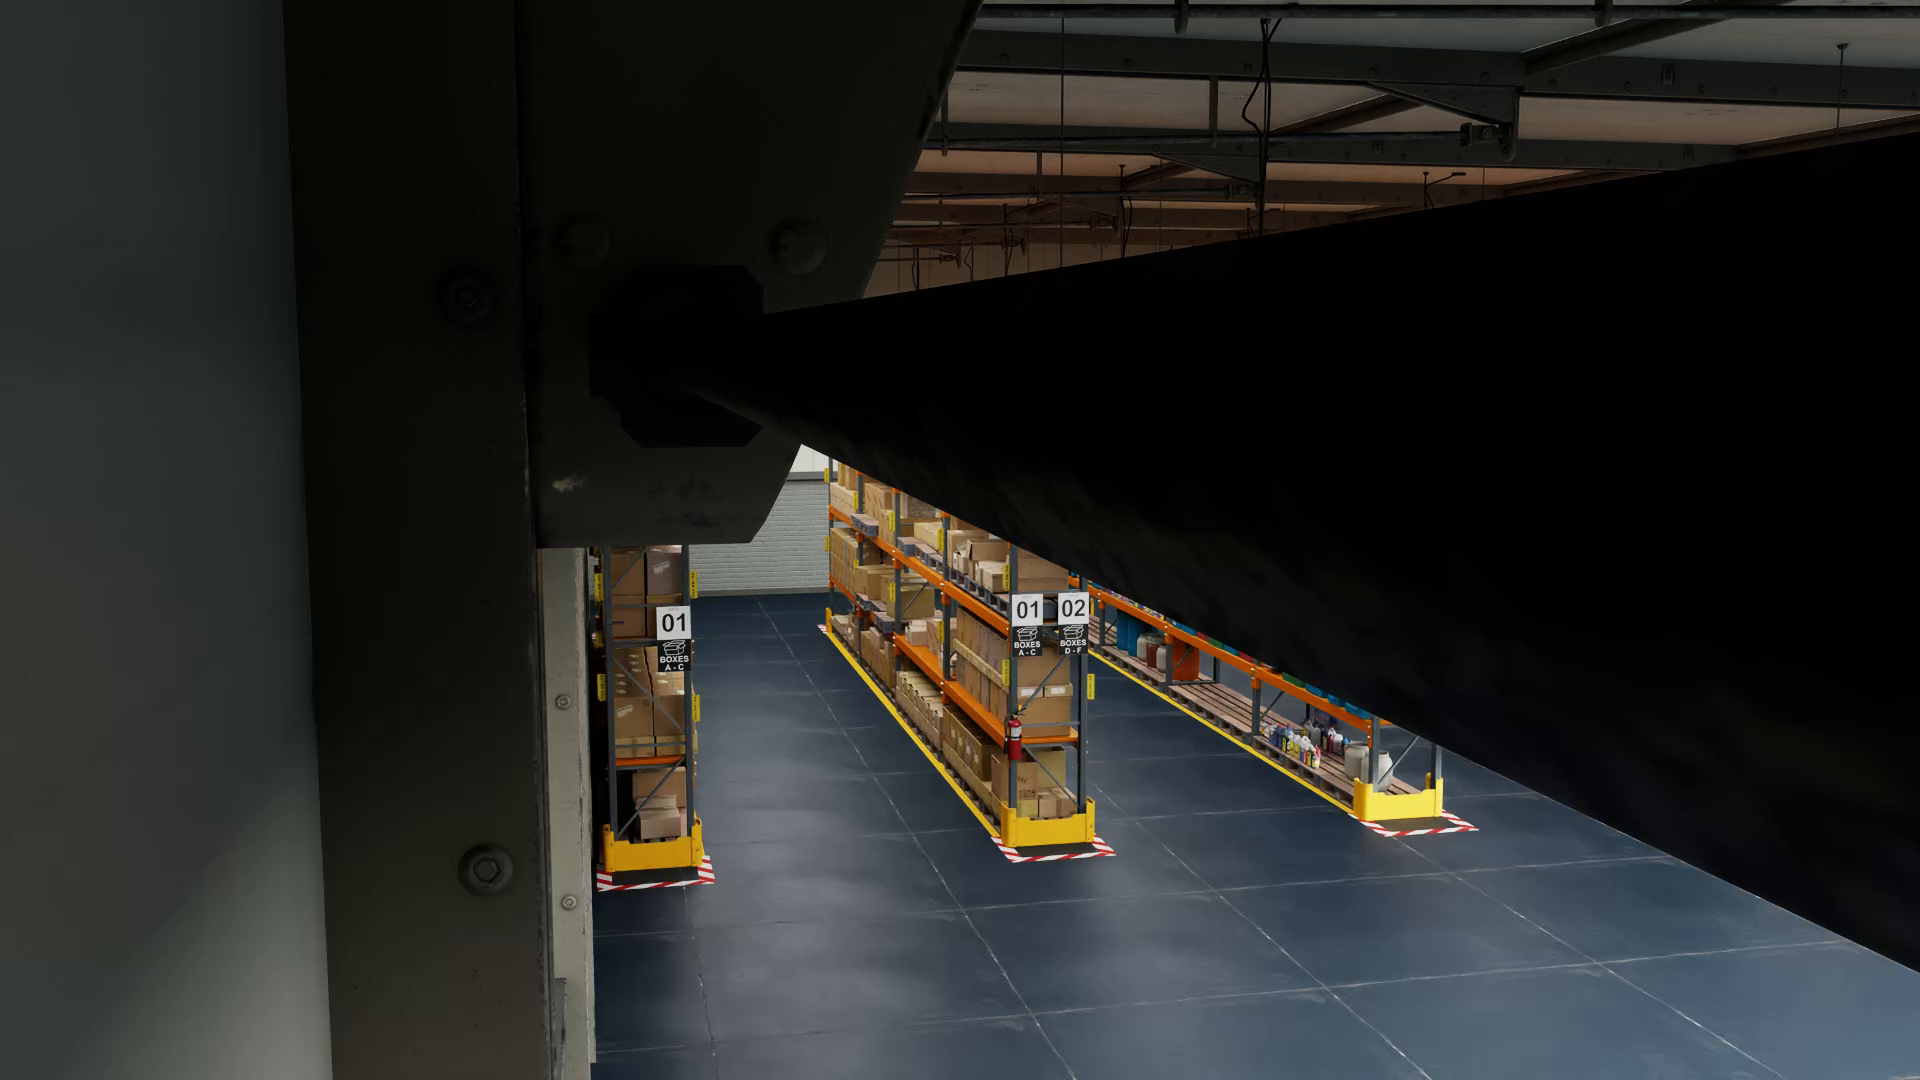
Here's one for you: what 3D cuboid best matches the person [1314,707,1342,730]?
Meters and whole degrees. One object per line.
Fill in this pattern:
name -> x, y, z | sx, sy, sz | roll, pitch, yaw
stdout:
person -> 6.122, 2.300, 27.251 | 0.662, 1.610, 0.598 | -2, 7, -16
